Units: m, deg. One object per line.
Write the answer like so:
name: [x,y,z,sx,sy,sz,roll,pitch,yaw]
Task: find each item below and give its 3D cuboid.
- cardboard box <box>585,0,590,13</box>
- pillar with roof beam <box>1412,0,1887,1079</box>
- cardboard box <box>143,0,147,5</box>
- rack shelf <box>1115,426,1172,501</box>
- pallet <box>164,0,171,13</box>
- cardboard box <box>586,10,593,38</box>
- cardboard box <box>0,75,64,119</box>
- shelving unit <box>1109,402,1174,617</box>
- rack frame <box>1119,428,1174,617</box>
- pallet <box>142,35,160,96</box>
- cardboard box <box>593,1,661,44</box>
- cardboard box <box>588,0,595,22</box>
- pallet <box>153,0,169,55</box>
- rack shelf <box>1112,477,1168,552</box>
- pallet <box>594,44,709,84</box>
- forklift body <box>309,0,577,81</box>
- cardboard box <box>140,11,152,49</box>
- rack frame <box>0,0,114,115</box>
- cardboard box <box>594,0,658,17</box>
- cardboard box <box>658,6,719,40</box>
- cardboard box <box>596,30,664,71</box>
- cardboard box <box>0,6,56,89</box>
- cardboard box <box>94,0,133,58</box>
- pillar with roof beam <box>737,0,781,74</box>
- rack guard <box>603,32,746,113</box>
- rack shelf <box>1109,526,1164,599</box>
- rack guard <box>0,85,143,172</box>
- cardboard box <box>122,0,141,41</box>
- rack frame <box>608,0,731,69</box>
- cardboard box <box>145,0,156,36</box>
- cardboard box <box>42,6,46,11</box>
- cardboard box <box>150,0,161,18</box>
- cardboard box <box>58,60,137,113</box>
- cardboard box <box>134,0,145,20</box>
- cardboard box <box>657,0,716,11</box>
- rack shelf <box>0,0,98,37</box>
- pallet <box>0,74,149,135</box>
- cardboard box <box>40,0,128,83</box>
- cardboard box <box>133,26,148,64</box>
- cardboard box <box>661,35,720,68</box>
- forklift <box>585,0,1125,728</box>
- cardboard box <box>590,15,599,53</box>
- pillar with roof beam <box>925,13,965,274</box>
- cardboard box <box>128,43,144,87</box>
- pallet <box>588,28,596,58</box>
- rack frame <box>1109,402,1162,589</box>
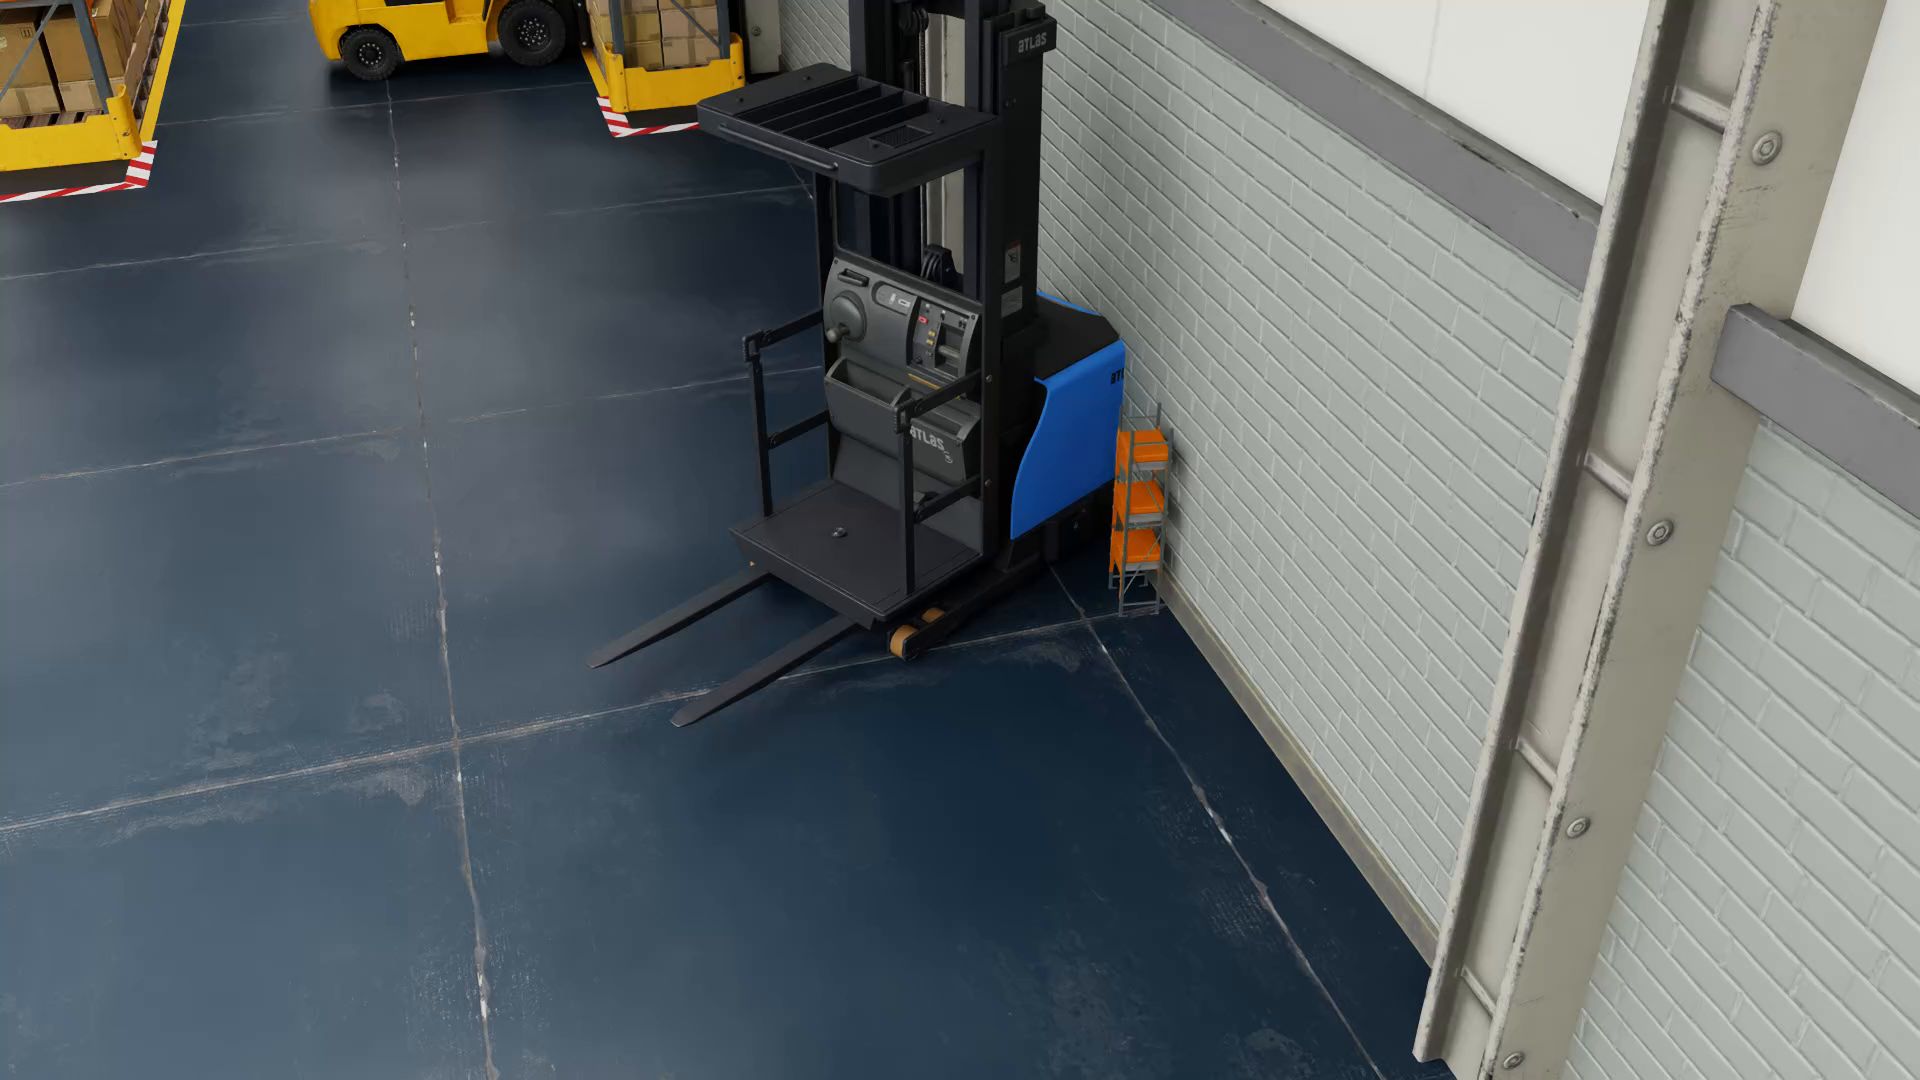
cardboard box: [-3.244,-5.094,15.398,0.500,0.250,0.500,-11,35,-16]
pillar with roof beam: [-2.271,-1.118,2.279,9.100,9.000,0.400,-10,35,-15]
cardboard box: [-7.831,-5.194,15.322,0.500,0.500,0.500,-9,35,-14]
rack shelf: [0.864,-0.361,7.849,0.215,0.259,0.240,-4,34,-6]
pallet: [-8.663,-5.630,17.079,1.003,0.211,1.213,-10,35,-15]
cardboard box: [-3.209,-4.870,15.513,0.500,0.250,0.500,-10,35,-14]
cardboard box: [-7.714,-3.705,13.749,0.500,0.250,0.500,-10,35,-15]
shelving unit: [0.864,-0.134,8.000,0.215,1.050,0.252,-4,34,-6]
rack frame: [0.880,-0.067,7.899,0.200,1.050,0.008,-4,34,-6]
pallet: [-7.810,-4.234,14.965,1.003,0.211,1.213,-10,35,-15]
cardboard box: [-2.924,-4.561,14.592,0.500,0.250,0.500,-10,35,-15]
cardboard box: [-3.067,-4.827,14.993,0.500,0.250,0.500,-10,35,-15]
pallet: [-8.185,-4.875,15.936,1.003,0.211,1.213,-10,35,-15]
rack shelf: [0.864,-0.125,8.006,0.215,0.259,0.240,-4,34,-6]
pallet: [-2.751,-4.353,15.146,1.003,0.211,1.213,-10,35,-15]
forklift body: [-4.794,-5.457,15.057,2.313,2.155,1.214,-10,35,-15]
cardboard box: [-7.665,-4.602,15.107,0.500,0.250,0.500,-9,35,-14]
rack frame: [-7.204,-4.285,12.514,1.000,3.000,0.127,-10,35,-15]
cardboard box: [-2.915,-4.756,14.433,0.500,0.250,0.500,-9,34,-13]
cardboard box: [-2.423,-4.640,14.711,0.500,0.250,0.500,-9,35,-14]
cardboard box: [-2.922,-4.343,14.715,0.500,0.250,0.500,-10,35,-14]
cardboard box: [-7.696,-4.003,13.520,0.500,0.500,0.500,-10,35,-14]
cardboard box: [-7.358,-4.382,14.094,0.500,0.500,0.500,-11,35,-17]
pillar with roof beam: [-5.932,-7.418,11.813,9.100,9.000,0.400,-10,35,-15]
rack guard: [-2.470,-4.066,14.450,1.175,0.500,0.348,-10,35,-15]
rack shelf: [0.864,0.107,8.159,0.215,0.259,0.240,-4,34,-6]
rack guard: [-7.227,-3.282,13.264,1.175,0.500,0.348,-10,35,-15]
cardboard box: [-7.503,-4.647,14.495,0.500,0.500,0.500,-9,35,-14]
rack frame: [-2.478,-5.122,13.780,1.000,3.000,0.127,-10,35,-15]
cardboard box: [-7.816,-4.870,15.513,0.500,0.250,0.500,-11,35,-16]
cardboard box: [-7.859,-4.276,13.934,0.500,0.500,0.500,-9,34,-13]
cardboard box: [-7.988,-5.148,15.933,0.500,0.250,0.500,-8,34,-13]
cardboard box: [-7.186,-3.783,13.868,0.500,0.250,0.500,-10,35,-15]
cardboard box: [-7.674,-4.926,14.917,0.500,0.500,0.500,-8,34,-12]
cardboard box: [-2.444,-4.851,14.577,0.500,0.250,0.500,-11,35,-15]
rack shelf: [-7.814,-5.035,14.302,1.077,0.370,4.000,-10,35,-15]
pallet: [-7.441,-3.594,13.998,1.003,0.211,1.213,-10,35,-15]
cardboard box: [-7.194,-4.108,13.680,0.500,0.500,0.500,-11,35,-16]
cardboard box: [-7.513,-4.337,14.705,0.500,0.250,0.500,-8,34,-12]
cardboard box: [-2.441,-4.441,14.863,0.500,0.250,0.500,-10,35,-15]
forklift: [-0.423,-0.971,7.561,1.130,2.935,3.031,27,42,35]
cardboard box: [-3.065,-4.606,15.113,0.500,0.250,0.500,-10,35,-15]
pillar with roof beam: [-4.101,-4.268,7.046,9.100,9.000,0.400,-10,35,-15]
cardboard box: [-7.335,-4.052,14.275,0.500,0.250,0.500,-9,34,-13]
pallet: [-3.119,-4.992,16.114,1.003,0.211,1.213,-10,35,-15]
rack frame: [0.848,-0.200,8.101,0.200,1.050,0.008,-4,34,-6]
